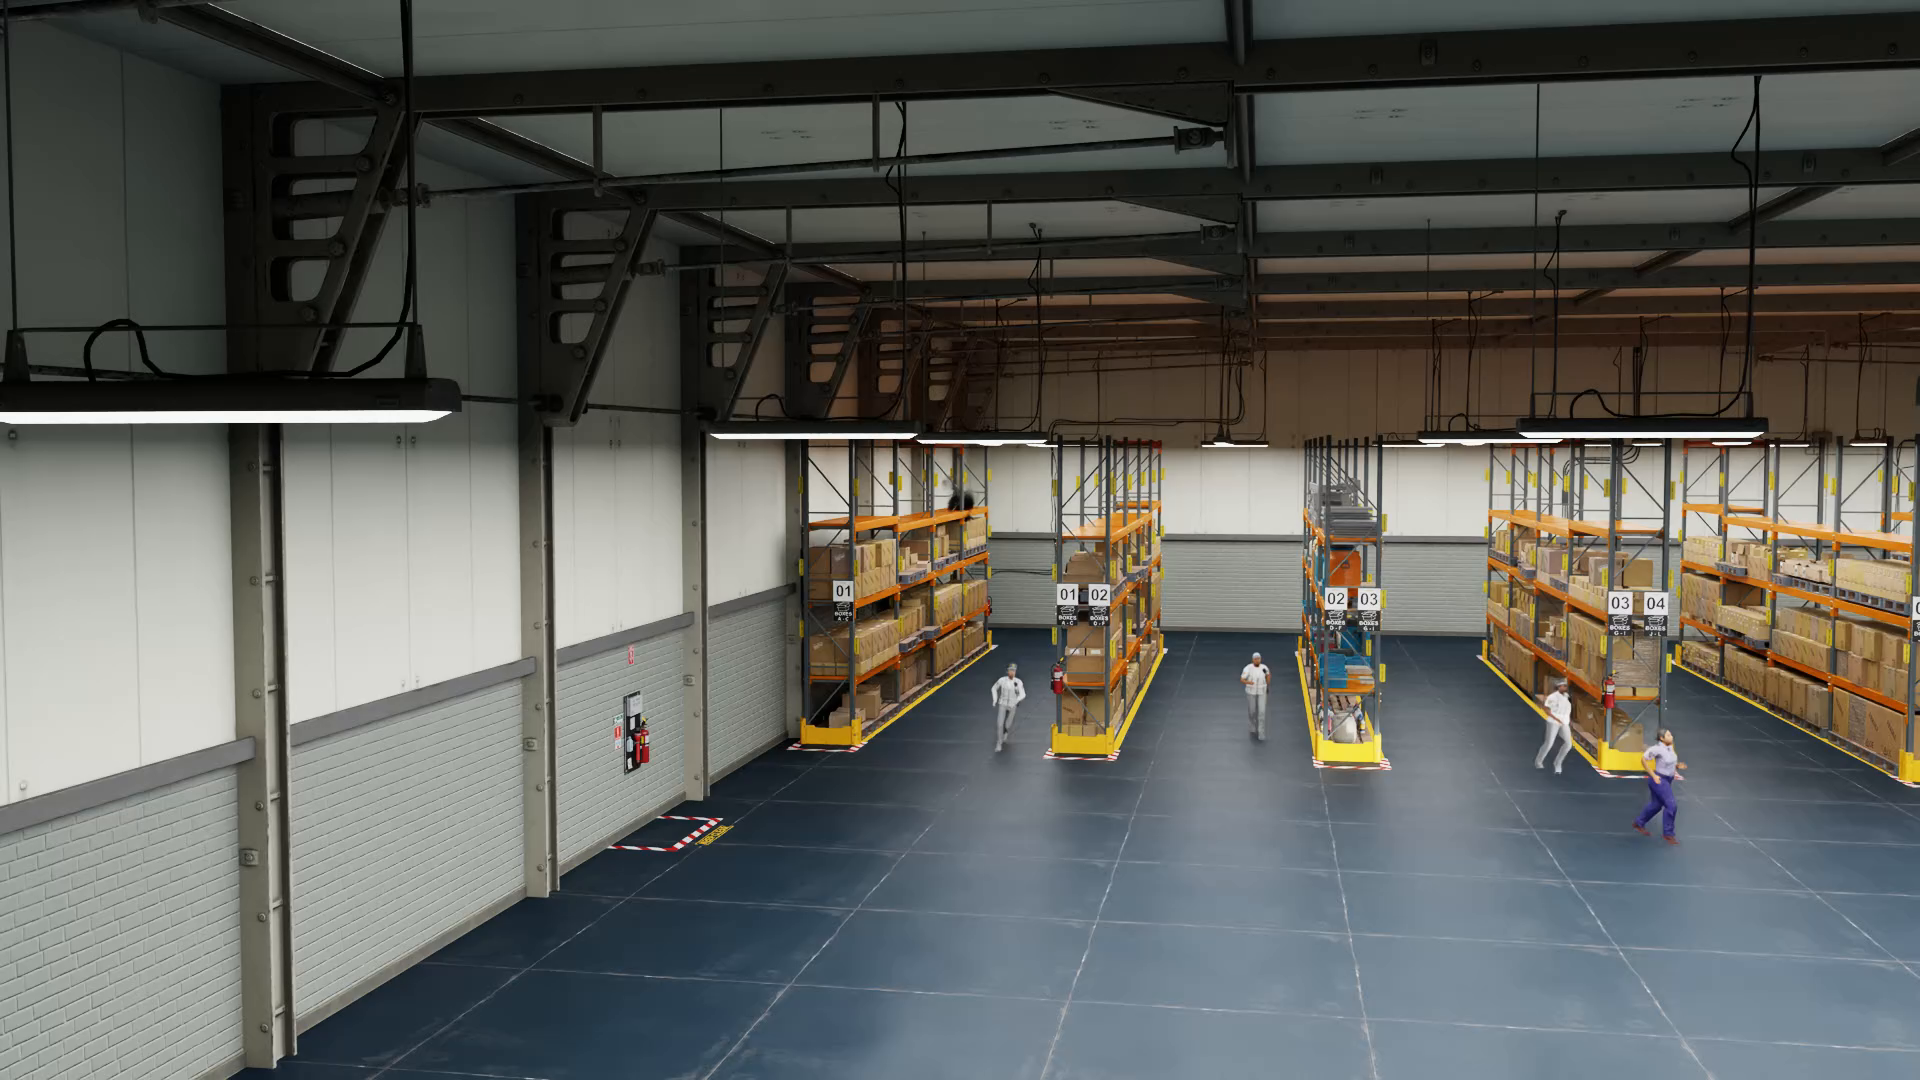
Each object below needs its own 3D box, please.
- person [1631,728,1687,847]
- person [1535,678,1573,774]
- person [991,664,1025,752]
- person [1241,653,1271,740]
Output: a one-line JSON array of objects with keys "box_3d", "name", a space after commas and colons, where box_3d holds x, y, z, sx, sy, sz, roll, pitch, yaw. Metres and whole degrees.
[{"box_3d": [10.213, 3.587, 24.320, 0.756, 1.700, 0.596, 2, 4, 39], "name": "person"}, {"box_3d": [10.670, 3.301, 29.636, 0.653, 1.695, 0.656, -1, 3, -15], "name": "person"}, {"box_3d": [0.927, 3.190, 31.885, 0.656, 1.671, 0.731, 0, 3, 4], "name": "person"}, {"box_3d": [5.899, 3.081, 33.169, 0.603, 1.684, 0.910, 0, 3, 7], "name": "person"}]
